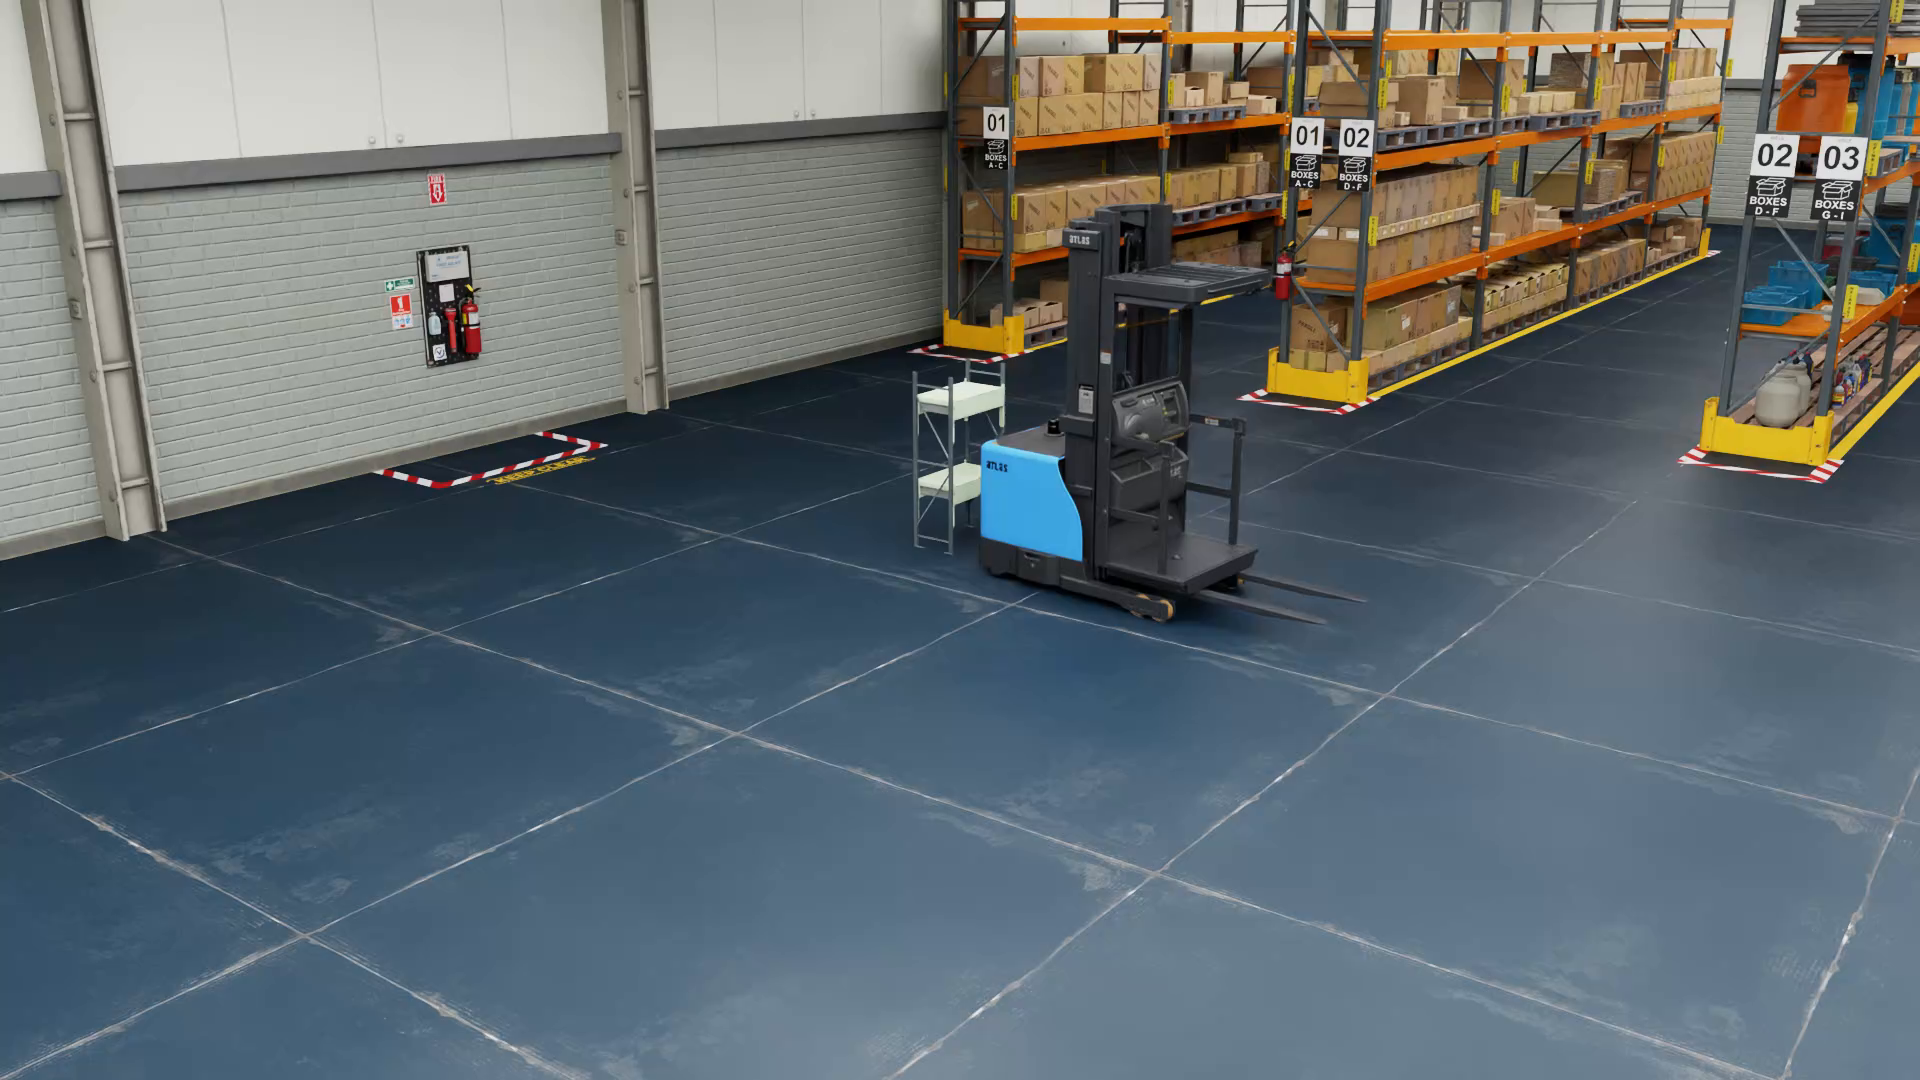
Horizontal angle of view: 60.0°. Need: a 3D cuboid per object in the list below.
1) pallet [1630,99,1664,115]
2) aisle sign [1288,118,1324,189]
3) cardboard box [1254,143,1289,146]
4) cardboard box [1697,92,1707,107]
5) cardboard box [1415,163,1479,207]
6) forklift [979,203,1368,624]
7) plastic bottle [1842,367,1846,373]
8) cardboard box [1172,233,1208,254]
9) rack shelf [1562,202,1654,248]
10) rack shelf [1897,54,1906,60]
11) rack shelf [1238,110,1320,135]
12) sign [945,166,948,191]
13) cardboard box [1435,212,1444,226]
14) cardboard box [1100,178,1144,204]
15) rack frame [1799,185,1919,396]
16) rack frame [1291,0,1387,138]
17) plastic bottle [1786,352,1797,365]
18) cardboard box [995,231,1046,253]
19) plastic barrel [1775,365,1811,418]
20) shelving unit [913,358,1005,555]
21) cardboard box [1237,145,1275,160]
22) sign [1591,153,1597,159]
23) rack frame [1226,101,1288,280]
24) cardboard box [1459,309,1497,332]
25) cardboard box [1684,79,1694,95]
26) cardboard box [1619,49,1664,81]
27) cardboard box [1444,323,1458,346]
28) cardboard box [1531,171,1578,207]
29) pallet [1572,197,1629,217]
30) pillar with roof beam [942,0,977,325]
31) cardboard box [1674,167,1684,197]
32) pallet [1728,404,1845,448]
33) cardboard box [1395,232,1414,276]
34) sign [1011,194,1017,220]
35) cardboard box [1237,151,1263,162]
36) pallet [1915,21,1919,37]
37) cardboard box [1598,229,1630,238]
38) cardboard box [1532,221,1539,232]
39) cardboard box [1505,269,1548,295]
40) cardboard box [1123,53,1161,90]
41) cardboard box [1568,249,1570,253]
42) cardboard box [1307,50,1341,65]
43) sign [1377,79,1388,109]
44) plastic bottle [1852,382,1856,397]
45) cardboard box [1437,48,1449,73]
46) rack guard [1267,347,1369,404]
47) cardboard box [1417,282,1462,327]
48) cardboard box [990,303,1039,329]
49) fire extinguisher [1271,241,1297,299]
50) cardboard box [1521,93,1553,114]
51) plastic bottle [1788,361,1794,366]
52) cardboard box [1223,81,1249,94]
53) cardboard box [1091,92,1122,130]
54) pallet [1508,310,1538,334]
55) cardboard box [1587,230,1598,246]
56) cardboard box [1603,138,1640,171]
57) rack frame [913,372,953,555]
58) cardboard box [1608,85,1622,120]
[{"bbox_3d":[10.956,-7.219,27.693,1.213,0.211,1.003,12,21,35],"label":"pallet"},{"bbox_3d":[3.976,-4.439,19.097,0.394,0.787,0.004,12,21,35],"label":"aisle sign"},{"bbox_3d":[5.411,-6.775,29.035,0.500,0.250,0.500,12,21,33],"label":"cardboard box"},{"bbox_3d":[13.096,-7.926,29.903,0.500,0.250,0.500,12,21,35],"label":"cardboard box"},{"bbox_3d":[6.375,-4.675,21.883,0.700,0.500,0.500,13,21,35],"label":"cardboard box"},{"bbox_3d":[1.601,-0.968,12.418,3.031,2.935,1.130,14,22,38],"label":"forklift"},{"bbox_3d":[10.054,-1.836,18.936,0.061,0.283,0.133,12,21,35],"label":"plastic bottle"},{"bbox_3d":[3.646,-4.771,26.759,0.500,0.250,0.500,12,21,33],"label":"cardboard box"},{"bbox_3d":[10.210,-5.200,27.143,1.077,0.370,4.000,12,21,35],"label":"rack shelf"},{"bbox_3d":[11.802,-6.045,20.423,1.077,0.370,4.000,12,21,35],"label":"rack shelf"},{"bbox_3d":[6.229,-7.507,29.514,1.077,0.370,4.000,12,21,35],"label":"rack shelf"},{"bbox_3d":[-0.163,-4.843,22.295,0.100,0.325,0.005,12,21,35],"label":"sign"},{"bbox_3d":[5.887,-4.067,21.020,0.380,0.149,0.250,13,22,36],"label":"cardboard box"},{"bbox_3d":[2.328,-4.997,24.233,0.500,0.500,0.500,12,21,34],"label":"cardboard box"},{"bbox_3d":[10.610,-3.238,19.613,1.000,3.000,0.127,12,21,35],"label":"rack frame"},{"bbox_3d":[4.251,-6.026,18.476,1.000,3.000,0.127,12,21,35],"label":"rack frame"},{"bbox_3d":[9.684,-2.019,19.412,0.144,0.351,0.185,11,21,32],"label":"plastic bottle"},{"bbox_3d":[0.816,-4.034,22.395,0.500,0.250,0.500,12,21,33],"label":"cardboard box"},{"bbox_3d":[8.856,-1.587,17.784,0.421,0.512,0.421,0,17,0],"label":"plastic barrel"},{"bbox_3d":[-0.004,-0.715,14.016,0.431,1.500,0.755,12,21,35],"label":"shelving unit"},{"bbox_3d":[5.099,-6.653,28.640,0.500,0.250,0.500,13,22,36],"label":"cardboard box"},{"bbox_3d":[10.961,-6.527,28.744,0.100,0.325,0.005,12,21,35],"label":"sign"},{"bbox_3d":[5.037,-5.941,28.318,1.000,3.000,0.127,12,21,35],"label":"rack frame"},{"bbox_3d":[7.074,-3.054,22.948,0.500,0.250,0.500,12,21,33],"label":"cardboard box"},{"bbox_3d":[12.494,-7.928,29.066,0.500,0.250,0.500,12,21,35],"label":"cardboard box"},{"bbox_3d":[11.660,-8.100,28.357,0.700,0.500,0.500,12,21,35],"label":"cardboard box"},{"bbox_3d":[6.228,-2.735,21.922,0.500,0.250,0.500,12,21,35],"label":"cardboard box"},{"bbox_3d":[9.303,-5.485,25.972,0.700,0.500,0.500,5,18,16],"label":"cardboard box"},{"bbox_3d":[10.173,-5.439,27.025,1.003,0.211,1.213,12,21,35],"label":"pallet"},{"bbox_3d":[3.450,-6.460,19.872,9.100,9.000,0.400,12,21,35],"label":"pillar with roof beam"},{"bbox_3d":[12.526,-6.382,29.568,0.500,0.500,0.500,12,21,34],"label":"cardboard box"},{"bbox_3d":[8.723,-1.172,17.663,1.003,0.211,1.213,12,21,35],"label":"pallet"},{"bbox_3d":[5.149,-3.561,20.485,0.700,0.500,0.500,13,21,35],"label":"cardboard box"},{"bbox_3d":[0.706,-4.353,21.745,0.100,0.325,0.005,12,21,35],"label":"sign"},{"bbox_3d":[4.856,-6.421,27.860,0.380,0.149,0.250,9,20,28],"label":"cardboard box"},{"bbox_3d":[9.415,-5.329,17.222,1.003,0.211,1.213,12,21,35],"label":"pallet"},{"bbox_3d":[11.513,-5.222,29.474,0.500,0.500,0.500,12,21,35],"label":"cardboard box"},{"bbox_3d":[8.303,-4.633,24.529,0.380,0.149,0.250,14,22,39],"label":"cardboard box"},{"bbox_3d":[8.296,-3.809,24.435,0.500,0.311,0.500,12,21,34],"label":"cardboard box"},{"bbox_3d":[2.573,-6.789,24.100,0.500,0.500,0.500,10,20,30],"label":"cardboard box"},{"bbox_3d":[9.695,-4.471,27.055,0.500,0.500,0.500,12,21,33],"label":"cardboard box"},{"bbox_3d":[6.474,-8.622,29.717,0.500,0.250,0.500,12,21,33],"label":"cardboard box"},{"bbox_3d":[4.693,-4.950,18.460,0.100,0.325,0.005,12,21,35],"label":"sign"},{"bbox_3d":[10.003,-1.714,18.681,0.097,0.201,0.097,0,17,0],"label":"plastic bottle"},{"bbox_3d":[9.280,-9.474,32.749,0.500,0.500,0.500,13,22,36],"label":"cardboard box"},{"bbox_3d":[4.237,-1.962,19.718,1.175,0.500,0.348,12,21,35],"label":"rack guard"},{"bbox_3d":[6.226,-3.094,21.811,0.500,0.500,0.500,12,21,35],"label":"cardboard box"},{"bbox_3d":[0.755,-3.111,22.995,0.500,0.311,0.500,10,20,29],"label":"cardboard box"},{"bbox_3d":[3.808,-3.178,19.551,0.296,0.674,0.183,12,21,35],"label":"fire extinguisher"},{"bbox_3d":[8.145,-6.248,23.792,0.500,0.250,0.500,12,21,34],"label":"cardboard box"},{"bbox_3d":[9.626,-1.940,19.290,0.097,0.271,0.097,0,17,0],"label":"plastic bottle"},{"bbox_3d":[4.424,-7.300,27.434,0.500,0.500,0.500,12,21,35],"label":"cardboard box"},{"bbox_3d":[1.940,-6.058,23.432,0.500,0.500,0.500,11,21,33],"label":"cardboard box"},{"bbox_3d":[7.769,-3.257,24.375,1.003,0.211,1.213,12,21,35],"label":"pallet"},{"bbox_3d":[10.321,-5.084,27.765,0.500,0.250,0.500,12,21,35],"label":"cardboard box"},{"bbox_3d":[11.495,-6.711,28.942,0.500,0.500,0.500,13,21,35],"label":"cardboard box"},{"bbox_3d":[-0.222,-0.627,13.735,0.400,1.500,0.023,12,21,35],"label":"rack frame"},{"bbox_3d":[9.864,-6.902,26.186,0.910,0.500,0.500,12,21,35],"label":"cardboard box"}]
